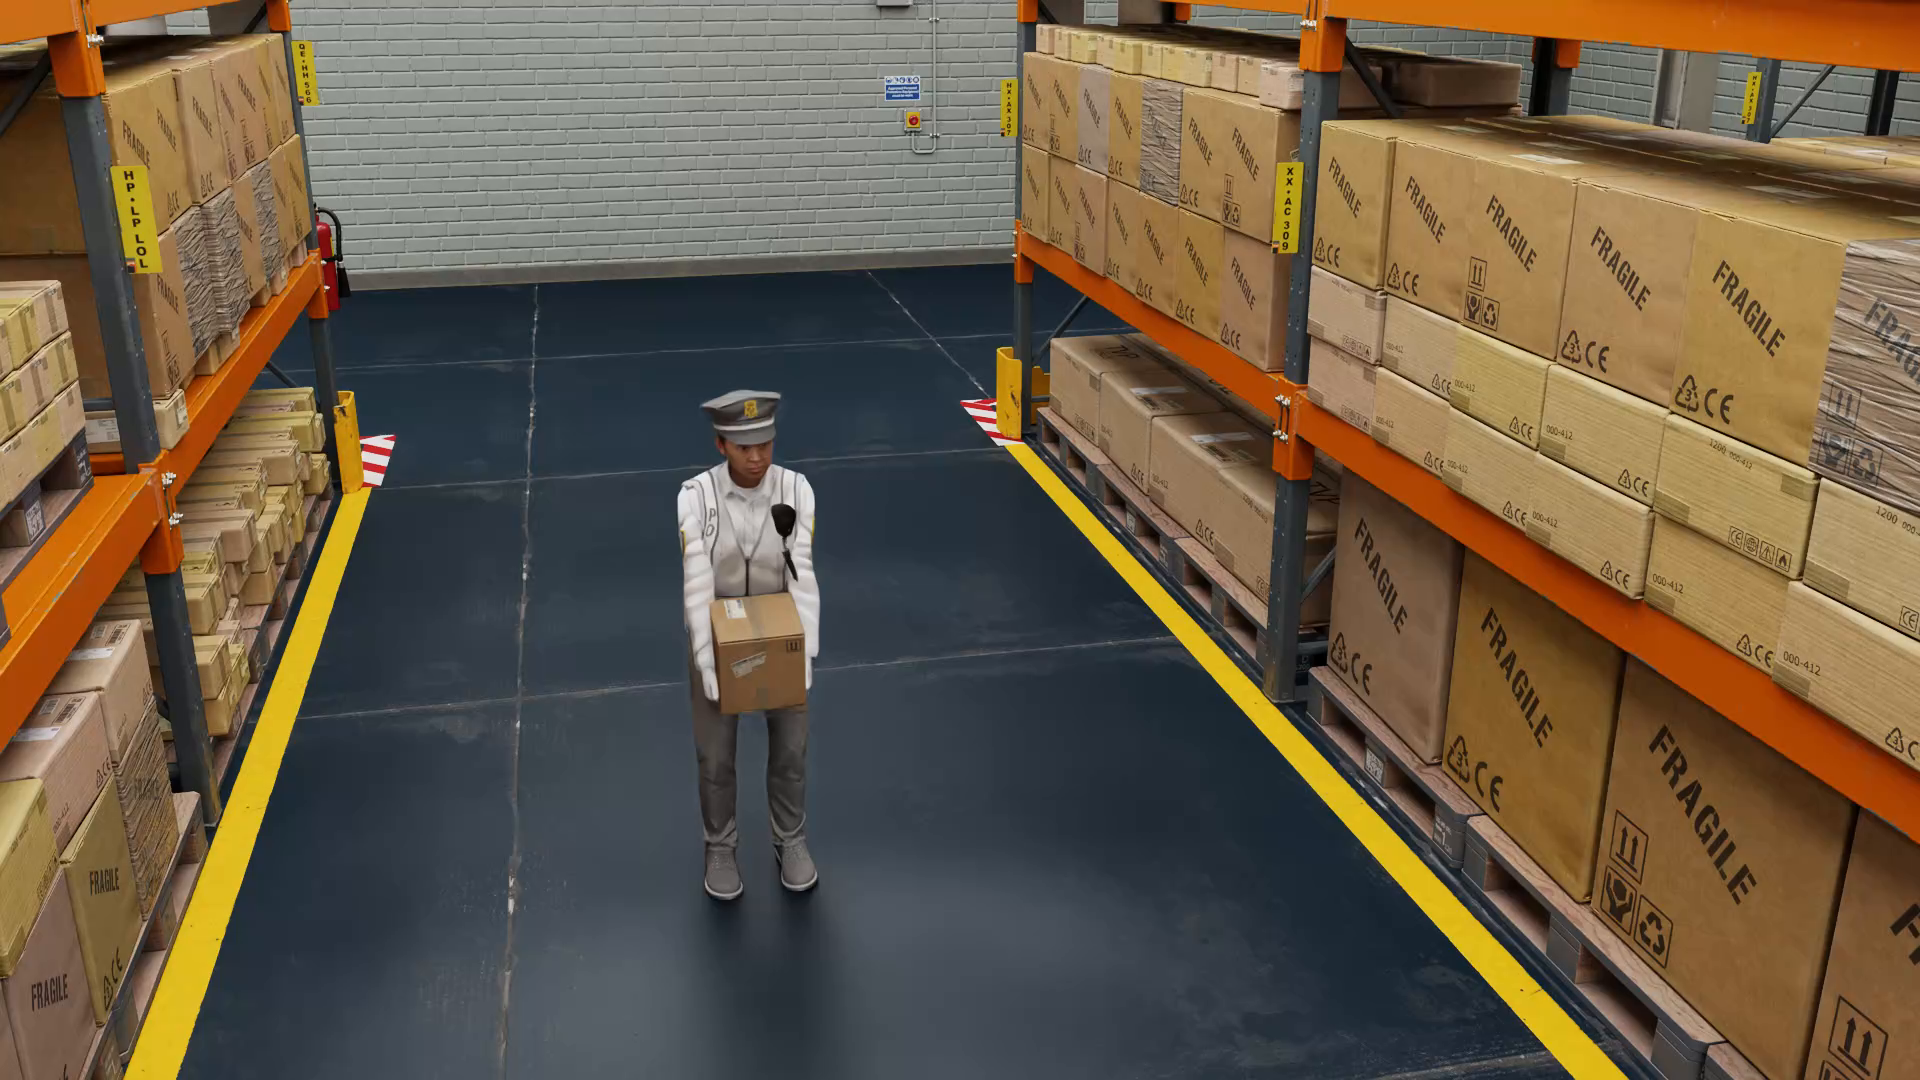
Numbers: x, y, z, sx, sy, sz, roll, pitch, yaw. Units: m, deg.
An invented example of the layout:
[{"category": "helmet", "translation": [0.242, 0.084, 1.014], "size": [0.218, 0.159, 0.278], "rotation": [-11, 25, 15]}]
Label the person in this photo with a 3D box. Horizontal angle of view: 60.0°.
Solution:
[{"category": "person", "translation": [-0.634, 0.344, 5.125], "size": [0.415, 1.665, 0.543], "rotation": [-5, 20, -13]}]
